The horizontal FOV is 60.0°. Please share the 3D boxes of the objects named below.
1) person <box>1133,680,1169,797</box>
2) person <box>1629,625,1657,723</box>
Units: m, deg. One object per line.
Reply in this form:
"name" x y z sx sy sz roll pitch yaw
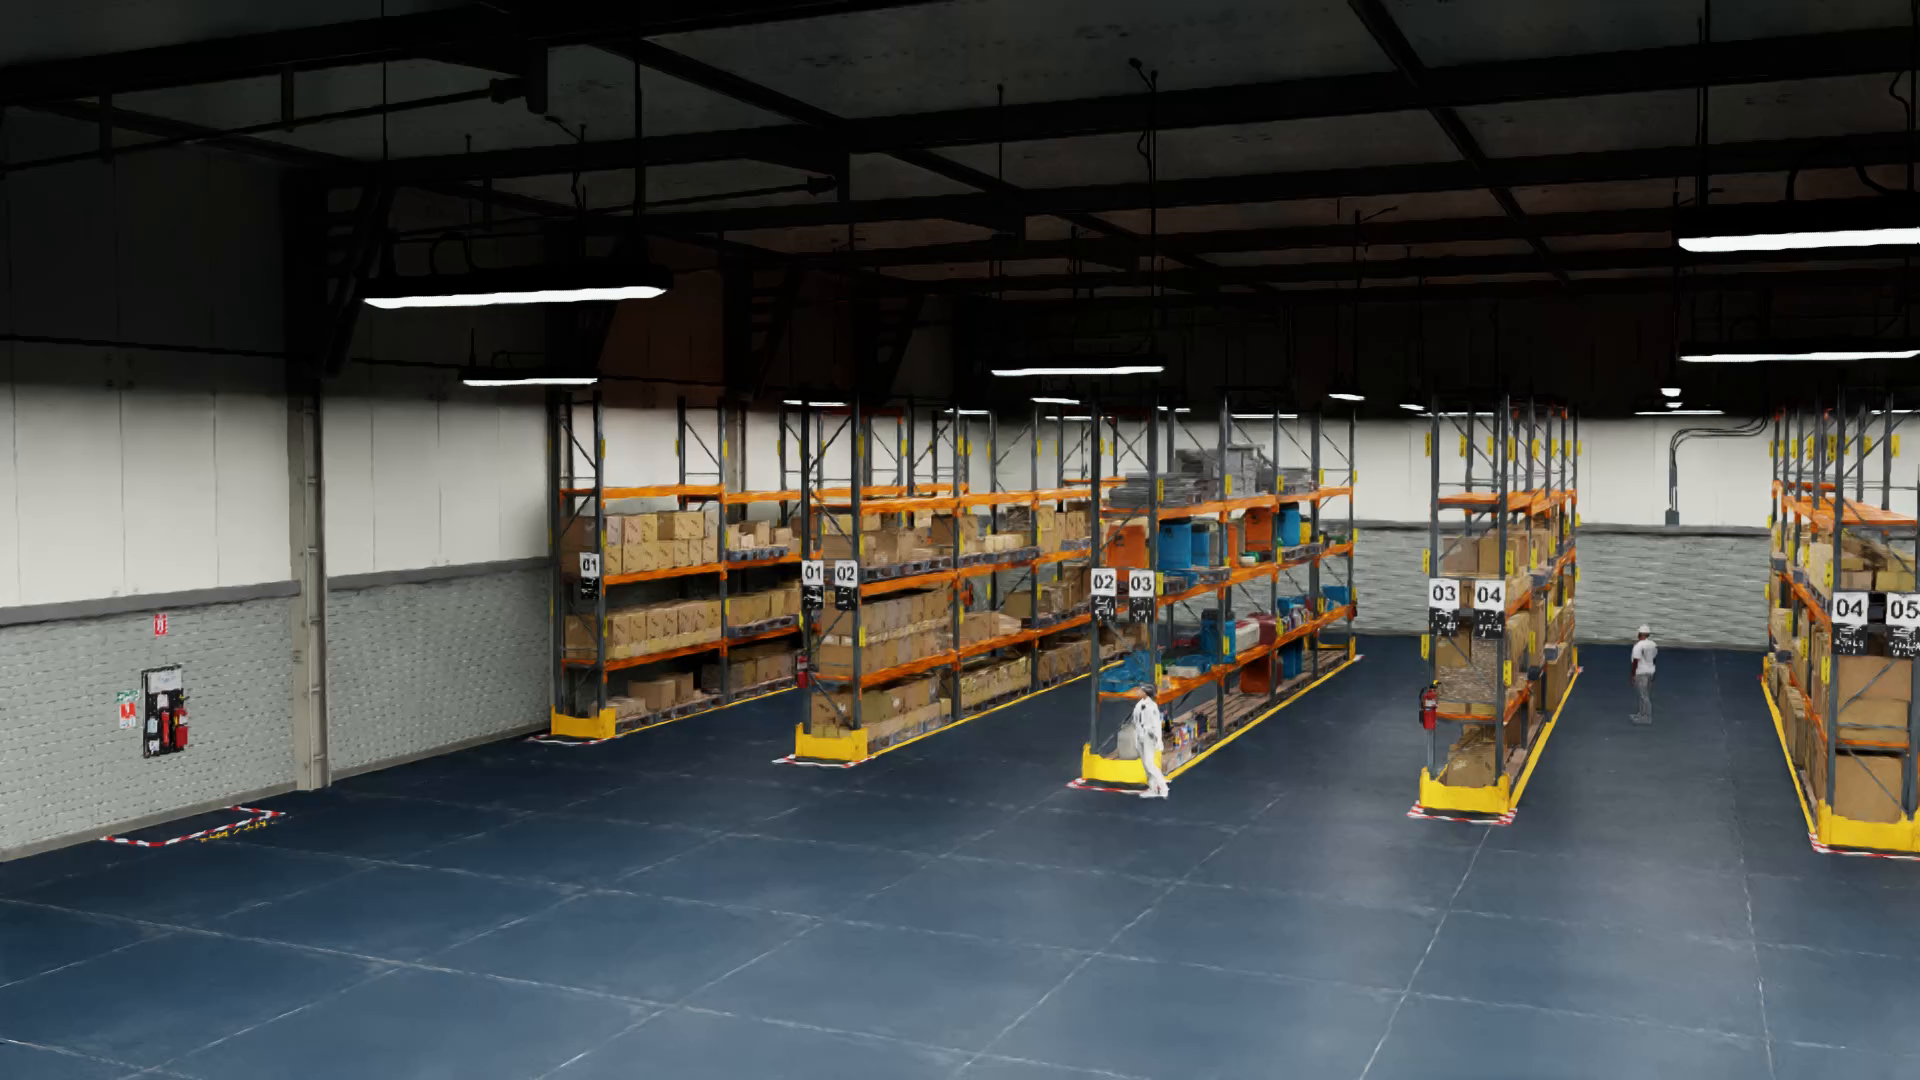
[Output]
"person" 2.740 2.850 23.829 0.450 1.669 0.602 -1 3 -21
"person" 12.459 2.429 30.376 0.661 1.762 0.559 -2 4 -37
